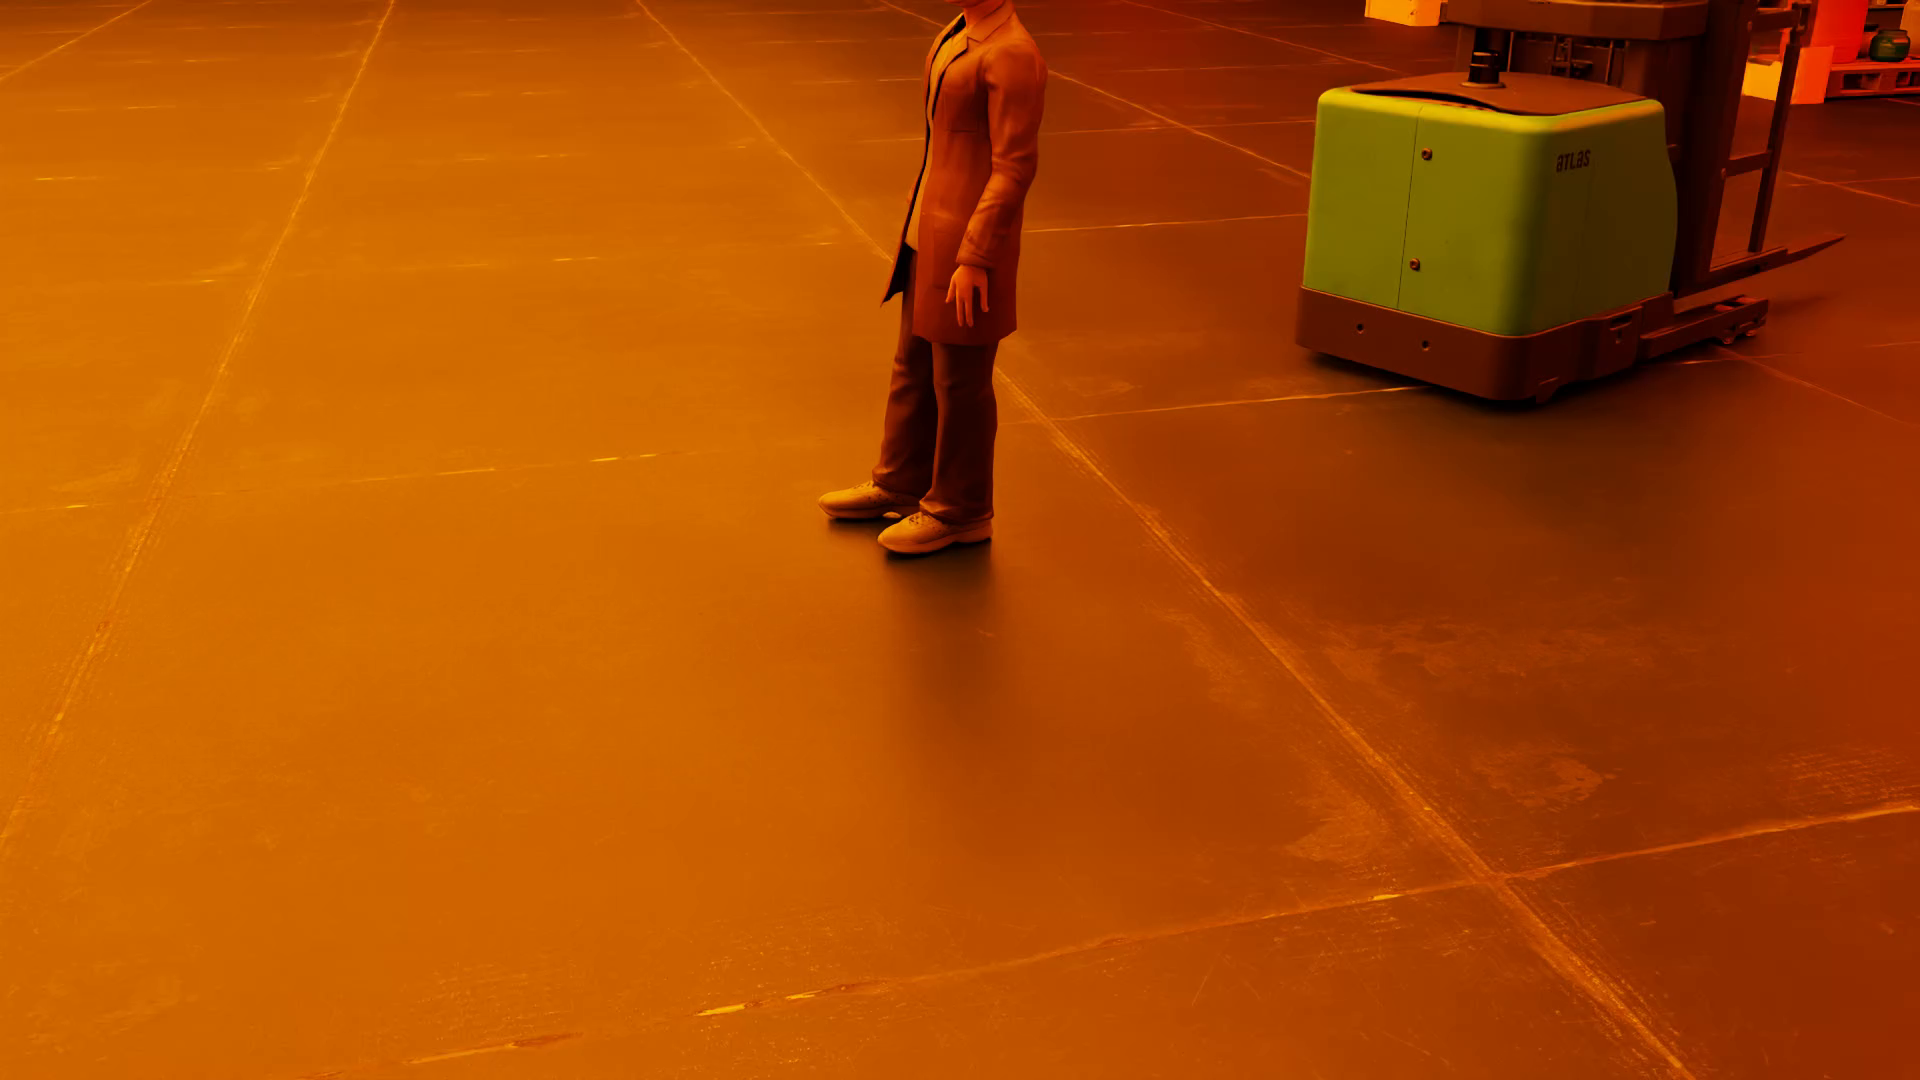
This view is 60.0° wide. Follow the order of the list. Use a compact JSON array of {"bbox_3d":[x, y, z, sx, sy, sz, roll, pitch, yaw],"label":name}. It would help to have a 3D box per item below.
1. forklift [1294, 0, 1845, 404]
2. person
[{"bbox_3d":[2.814,-2.309,6.734,3.031,2.935,1.130,-18,29,-36],"label":"forklift"},{"bbox_3d":[-0.090,-0.811,4.686,0.579,1.766,0.696,-6,24,-14],"label":"person"}]
